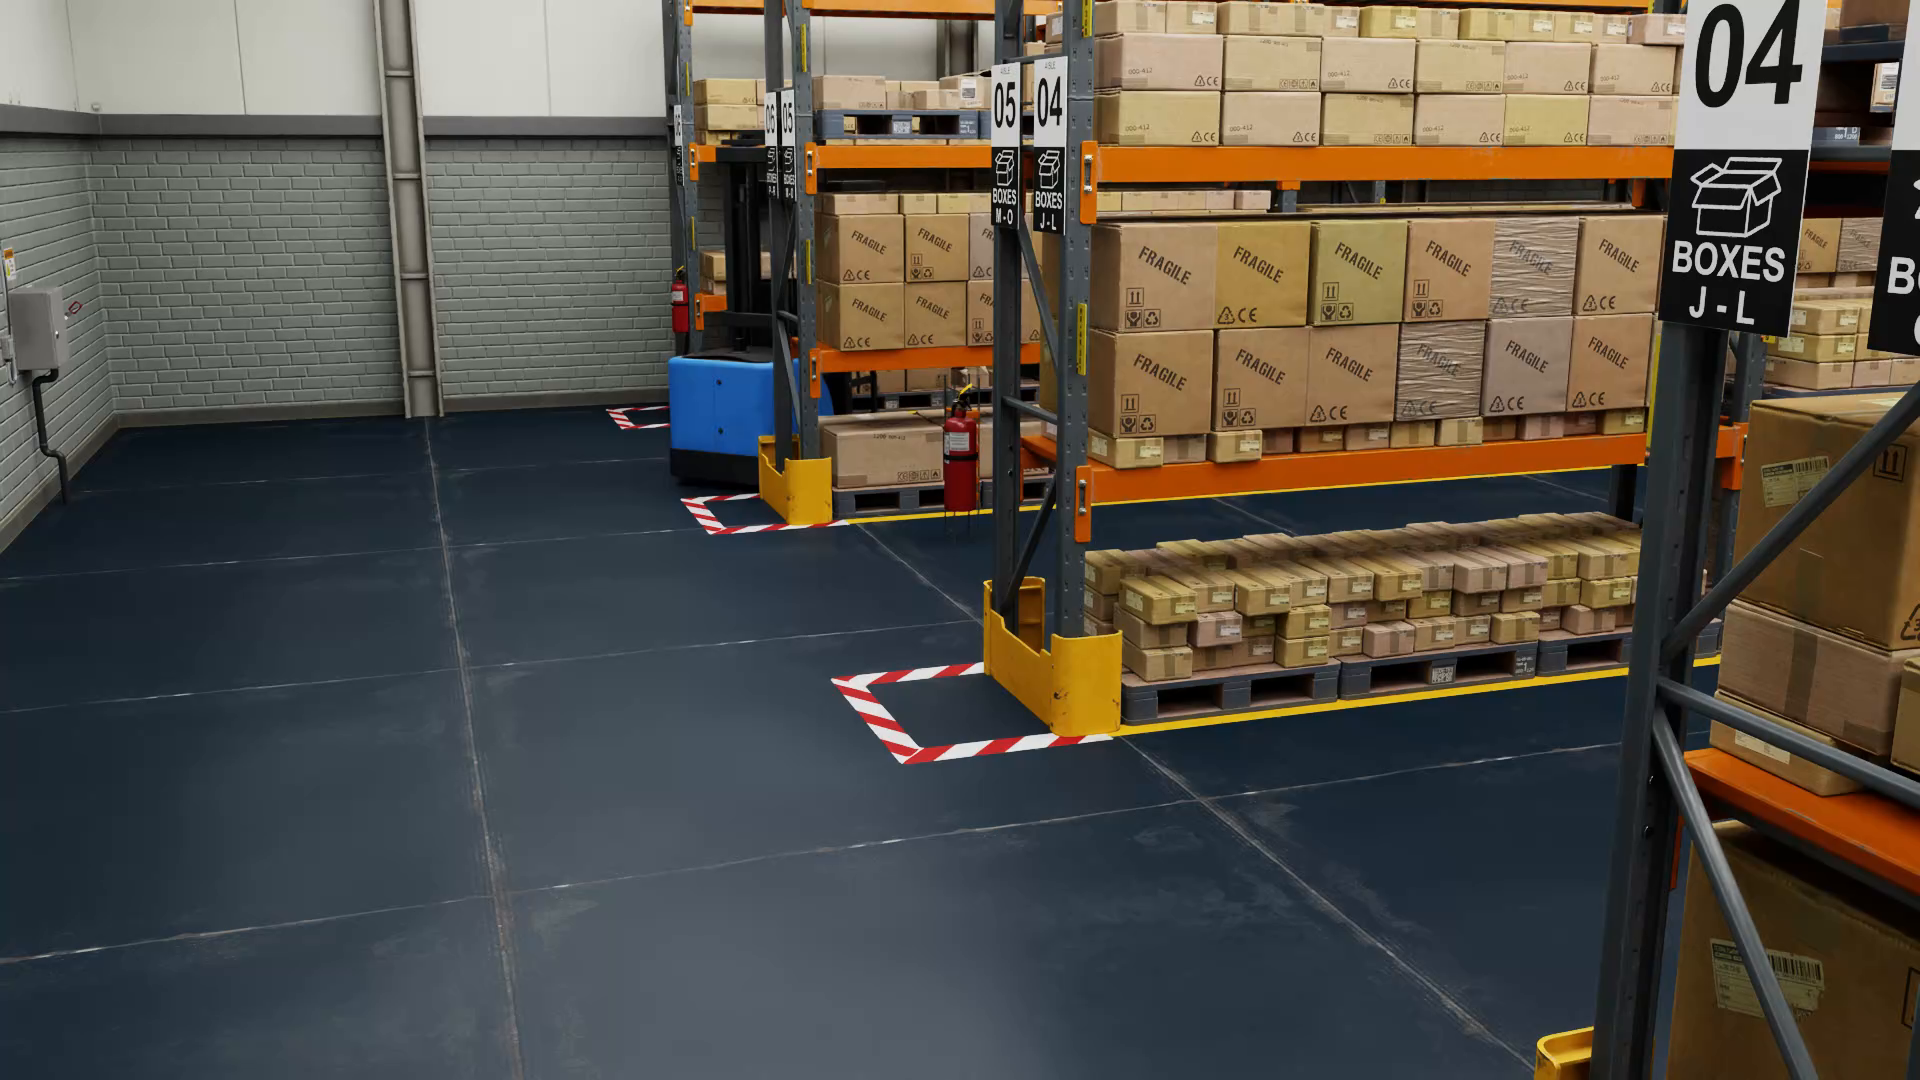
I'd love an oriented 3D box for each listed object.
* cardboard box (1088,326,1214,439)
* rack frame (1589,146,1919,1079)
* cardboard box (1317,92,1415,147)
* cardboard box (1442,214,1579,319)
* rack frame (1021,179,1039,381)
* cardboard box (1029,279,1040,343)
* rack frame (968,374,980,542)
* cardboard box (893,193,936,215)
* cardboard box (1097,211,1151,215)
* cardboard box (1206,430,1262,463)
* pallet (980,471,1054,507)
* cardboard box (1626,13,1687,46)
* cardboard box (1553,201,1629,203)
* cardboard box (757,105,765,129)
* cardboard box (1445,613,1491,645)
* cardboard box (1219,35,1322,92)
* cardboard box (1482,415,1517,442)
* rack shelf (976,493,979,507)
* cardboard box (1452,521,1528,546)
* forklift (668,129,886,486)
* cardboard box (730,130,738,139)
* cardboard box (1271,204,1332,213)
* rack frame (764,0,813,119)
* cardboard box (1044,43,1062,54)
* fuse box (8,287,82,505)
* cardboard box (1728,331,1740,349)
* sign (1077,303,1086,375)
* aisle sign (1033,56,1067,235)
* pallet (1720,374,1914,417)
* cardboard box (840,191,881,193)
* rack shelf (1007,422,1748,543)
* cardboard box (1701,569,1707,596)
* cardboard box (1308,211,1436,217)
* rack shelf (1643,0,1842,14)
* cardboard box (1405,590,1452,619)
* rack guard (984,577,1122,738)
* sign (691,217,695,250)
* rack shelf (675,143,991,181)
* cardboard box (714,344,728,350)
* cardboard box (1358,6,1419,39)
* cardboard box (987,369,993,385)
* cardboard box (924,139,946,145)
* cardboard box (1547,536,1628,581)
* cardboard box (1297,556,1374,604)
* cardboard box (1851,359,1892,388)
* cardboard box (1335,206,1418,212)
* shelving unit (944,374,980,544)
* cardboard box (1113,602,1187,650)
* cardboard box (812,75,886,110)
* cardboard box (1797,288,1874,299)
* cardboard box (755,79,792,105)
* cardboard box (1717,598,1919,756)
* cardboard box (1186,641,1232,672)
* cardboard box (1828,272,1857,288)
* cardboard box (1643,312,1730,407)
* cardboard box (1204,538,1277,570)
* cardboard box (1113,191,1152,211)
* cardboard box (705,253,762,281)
[{"bbox_3d":[0.902,-0.794,8.141,0.500,0.500,0.500,-4,14,-15],"label":"cardboard box"},{"bbox_3d":[1.874,0.467,3.698,0.127,3.000,1.000,-4,14,-18],"label":"rack frame"},{"bbox_3d":[1.880,-2.071,8.208,0.500,0.250,0.500,-5,14,-20],"label":"cardboard box"},{"bbox_3d":[2.842,-1.435,8.676,0.500,0.500,0.500,-4,14,-17],"label":"cardboard box"},{"bbox_3d":[0.918,-3.090,18.652,0.127,3.000,1.000,-4,14,-18],"label":"rack frame"},{"bbox_3d":[0.688,-1.845,13.203,0.500,0.500,0.500,-4,14,-16],"label":"cardboard box"},{"bbox_3d":[0.100,-0.592,12.037,0.006,1.200,0.240,-4,14,-18],"label":"rack frame"},{"bbox_3d":[-0.353,-2.552,12.610,0.250,0.149,0.380,-4,14,-16],"label":"cardboard box"},{"bbox_3d":[1.183,-2.366,13.232,0.500,0.500,0.500,-4,14,-17],"label":"cardboard box"},{"bbox_3d":[1.300,-0.494,8.281,0.250,0.149,0.380,-5,14,-20],"label":"cardboard box"},{"bbox_3d":[0.601,-0.515,13.853,1.213,0.211,1.003,-4,14,-18],"label":"pallet"},{"bbox_3d":[3.505,-2.615,8.555,0.250,0.149,0.380,-4,14,-18],"label":"cardboard box"},{"bbox_3d":[5.751,-2.849,15.263,0.500,0.500,0.500,-5,14,-20],"label":"cardboard box"},{"bbox_3d":[-1.890,-4.341,17.109,0.500,0.250,0.500,-4,14,-17],"label":"cardboard box"},{"bbox_3d":[2.667,0.444,9.049,0.250,0.149,0.380,-4,14,-17],"label":"cardboard box"},{"bbox_3d":[1.382,-2.272,7.974,0.500,0.250,0.500,-5,14,-19],"label":"cardboard box"},{"bbox_3d":[2.743,-0.632,8.861,0.250,0.149,0.380,-5,14,-19],"label":"cardboard box"},{"bbox_3d":[0.014,-0.308,12.074,0.180,0.103,0.258,-4,14,-18],"label":"rack shelf"},{"bbox_3d":[3.043,0.011,9.584,0.250,0.149,0.380,-5,14,-20],"label":"cardboard box"},{"bbox_3d":[-1.338,-2.160,14.891,1.130,2.935,3.031,7,15,27],"label":"forklift"},{"bbox_3d":[-2.256,-4.130,17.083,0.250,0.149,0.380,-4,14,-17],"label":"cardboard box"},{"bbox_3d":[2.848,-2.625,14.319,0.500,0.500,0.500,-4,14,-16],"label":"cardboard box"},{"bbox_3d":[-1.286,-4.625,12.141,0.127,3.000,1.000,-4,14,-18],"label":"rack frame"},{"bbox_3d":[0.744,-2.348,8.293,0.500,0.250,0.500,-5,14,-20],"label":"cardboard box"},{"bbox_3d":[-7.155,-1.130,13.196,0.414,1.711,0.539,-4,14,-18],"label":"fuse box"},{"bbox_3d":[4.494,-1.223,9.795,0.250,0.149,0.380,-4,14,-16],"label":"cardboard box"},{"bbox_3d":[0.562,-0.931,7.702,0.005,0.325,0.100,-4,14,-18],"label":"sign"},{"bbox_3d":[0.415,-1.822,7.703,0.004,0.787,0.394,-4,14,-18],"label":"aisle sign"},{"bbox_3d":[4.950,-0.855,9.669,1.213,0.211,1.003,-4,14,-18],"label":"pallet"},{"bbox_3d":[-0.777,-2.652,13.030,0.250,0.149,0.380,-4,14,-17],"label":"cardboard box"},{"bbox_3d":[2.284,-0.426,9.006,4.000,0.370,1.077,-4,14,-18],"label":"rack shelf"},{"bbox_3d":[3.982,0.207,9.400,0.250,0.149,0.380,-4,14,-17],"label":"cardboard box"},{"bbox_3d":[2.213,-1.514,9.006,0.500,0.500,0.500,-5,14,-20],"label":"cardboard box"},{"bbox_3d":[8.192,-4.819,15.374,4.000,0.370,1.077,-4,14,-18],"label":"rack shelf"},{"bbox_3d":[2.450,0.299,9.012,0.250,0.149,0.380,-4,14,-15],"label":"cardboard box"},{"bbox_3d":[0.460,0.582,8.615,0.348,0.500,1.175,-4,14,-18],"label":"rack guard"},{"bbox_3d":[-2.700,-3.097,16.811,0.005,0.325,0.100,-4,14,-18],"label":"sign"},{"bbox_3d":[-0.977,-4.052,17.768,4.000,0.370,1.077,-4,14,-18],"label":"rack shelf"},{"bbox_3d":[-2.263,-1.809,17.754,0.637,0.503,0.797,-5,14,-20],"label":"cardboard box"},{"bbox_3d":[2.017,-2.503,8.085,0.250,0.149,0.380,-4,14,-16],"label":"cardboard box"},{"bbox_3d":[0.484,-1.802,18.490,0.250,0.149,0.380,-5,14,-20],"label":"cardboard box"},{"bbox_3d":[-0.316,-4.270,17.674,0.250,0.149,0.380,-4,14,-16],"label":"cardboard box"},{"bbox_3d":[3.462,0.100,9.206,0.250,0.149,0.380,-5,14,-19],"label":"cardboard box"},{"bbox_3d":[1.970,0.209,8.752,0.250,0.149,0.380,-4,14,-16],"label":"cardboard box"},{"bbox_3d":[4.960,-0.956,9.314,0.250,0.149,0.380,-4,14,-17],"label":"cardboard box"},{"bbox_3d":[3.487,-2.550,14.004,0.500,0.500,0.500,-5,14,-18],"label":"cardboard box"},{"bbox_3d":[0.014,-0.585,12.008,0.189,1.200,0.258,-4,14,-18],"label":"shelving unit"},{"bbox_3d":[0.967,0.427,8.475,0.250,0.149,0.380,-4,14,-16],"label":"cardboard box"},{"bbox_3d":[-0.888,-3.399,12.668,0.500,0.250,0.500,-6,15,-23],"label":"cardboard box"},{"bbox_3d":[5.246,-1.426,10.004,0.250,0.149,0.380,-5,14,-18],"label":"cardboard box"},{"bbox_3d":[-1.884,-4.580,17.036,0.500,0.250,0.500,-5,14,-18],"label":"cardboard box"},{"bbox_3d":[2.249,0.301,4.076,0.500,0.250,0.500,-5,14,-19],"label":"cardboard box"},{"bbox_3d":[1.209,0.548,8.608,0.250,0.149,0.380,-5,14,-18],"label":"cardboard box"},{"bbox_3d":[8.211,-2.471,15.684,0.250,0.149,0.380,-4,14,-16],"label":"cardboard box"},{"bbox_3d":[3.811,-1.019,9.087,0.500,0.500,0.500,-4,14,-18],"label":"cardboard box"},{"bbox_3d":[1.536,0.112,9.157,0.250,0.149,0.380,-5,14,-20],"label":"cardboard box"},{"bbox_3d":[1.331,-2.699,13.229,0.250,0.149,0.380,-5,14,-18],"label":"cardboard box"},{"bbox_3d":[-2.357,-2.841,17.286,0.500,0.250,0.500,-4,14,-18],"label":"cardboard box"}]
